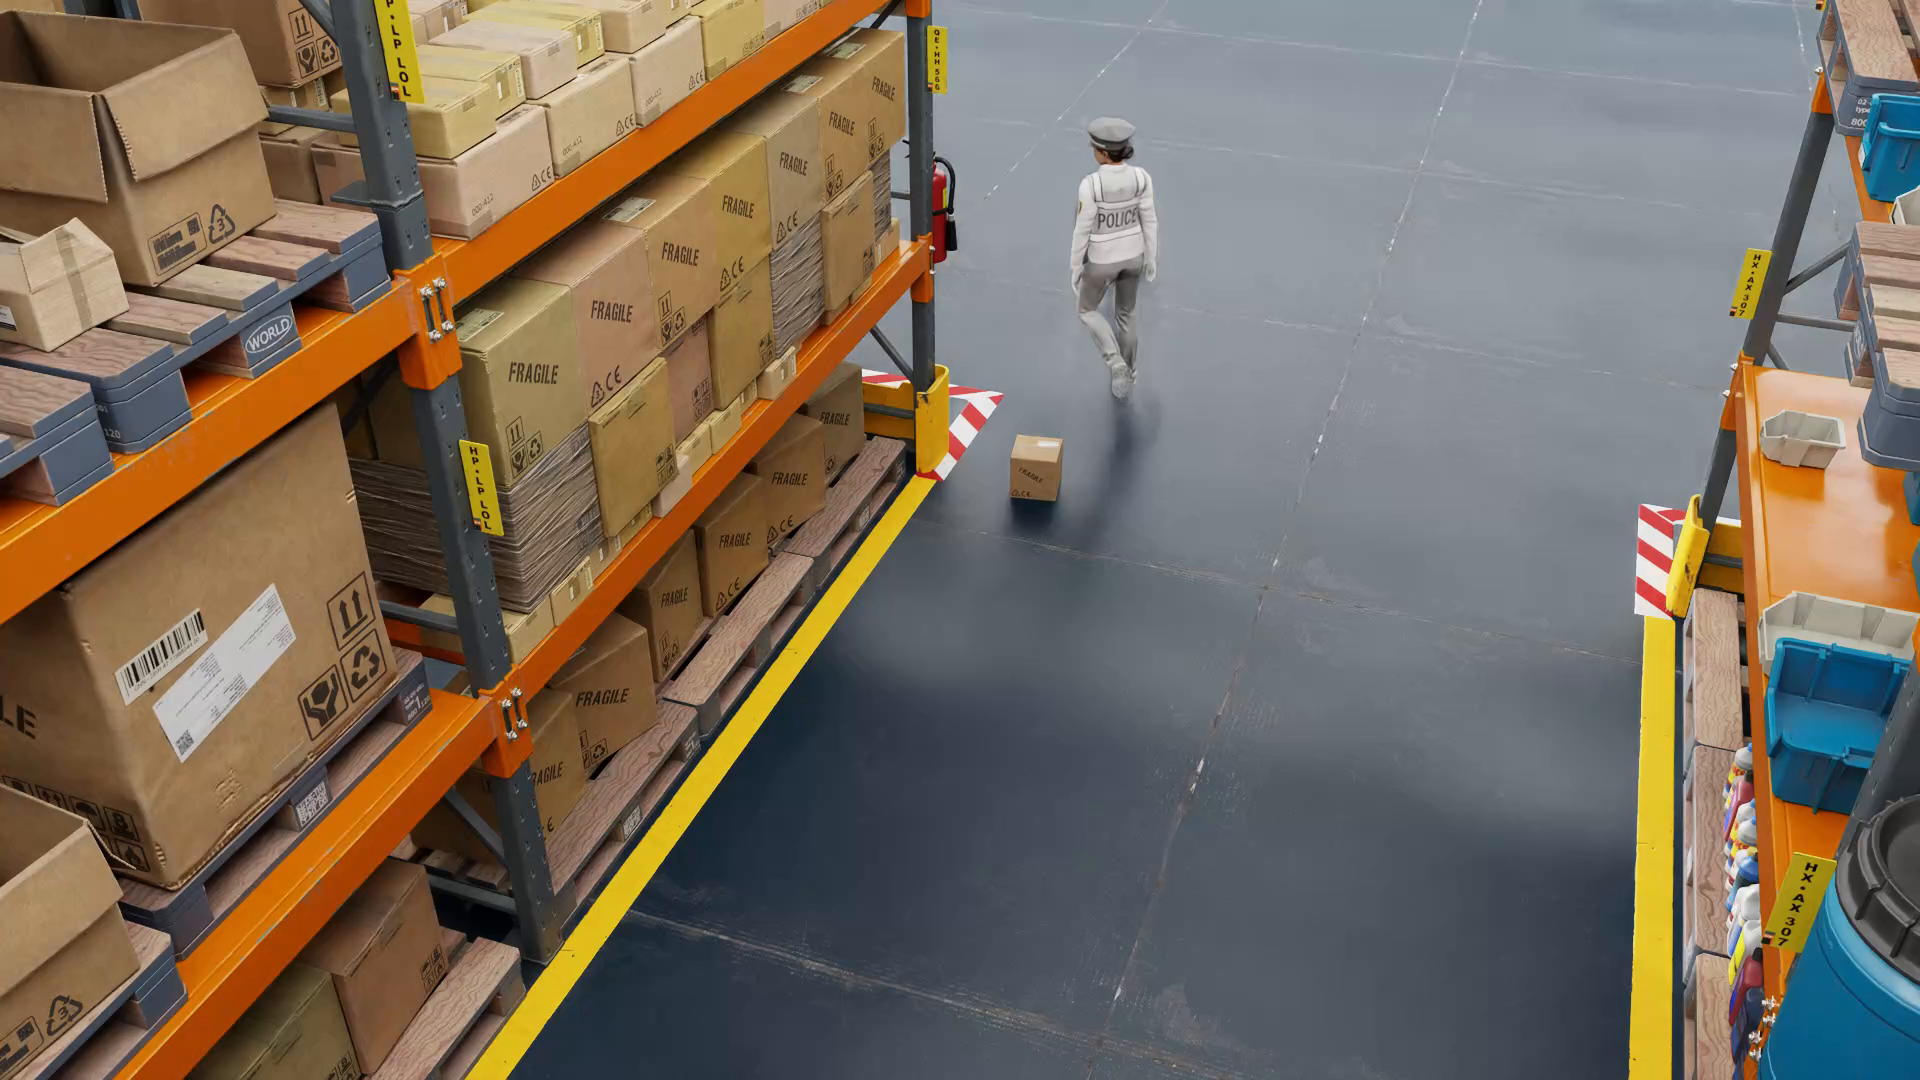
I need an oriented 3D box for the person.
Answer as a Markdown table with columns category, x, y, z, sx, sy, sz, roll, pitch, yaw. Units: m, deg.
| category | x | y | z | sx | sy | sz | roll | pitch | yaw |
| --- | --- | --- | --- | --- | --- | --- | --- | --- | --- |
| person | 0.886 | -1.575 | 9.490 | 0.536 | 1.647 | 0.553 | -10 | 35 | -14 |
